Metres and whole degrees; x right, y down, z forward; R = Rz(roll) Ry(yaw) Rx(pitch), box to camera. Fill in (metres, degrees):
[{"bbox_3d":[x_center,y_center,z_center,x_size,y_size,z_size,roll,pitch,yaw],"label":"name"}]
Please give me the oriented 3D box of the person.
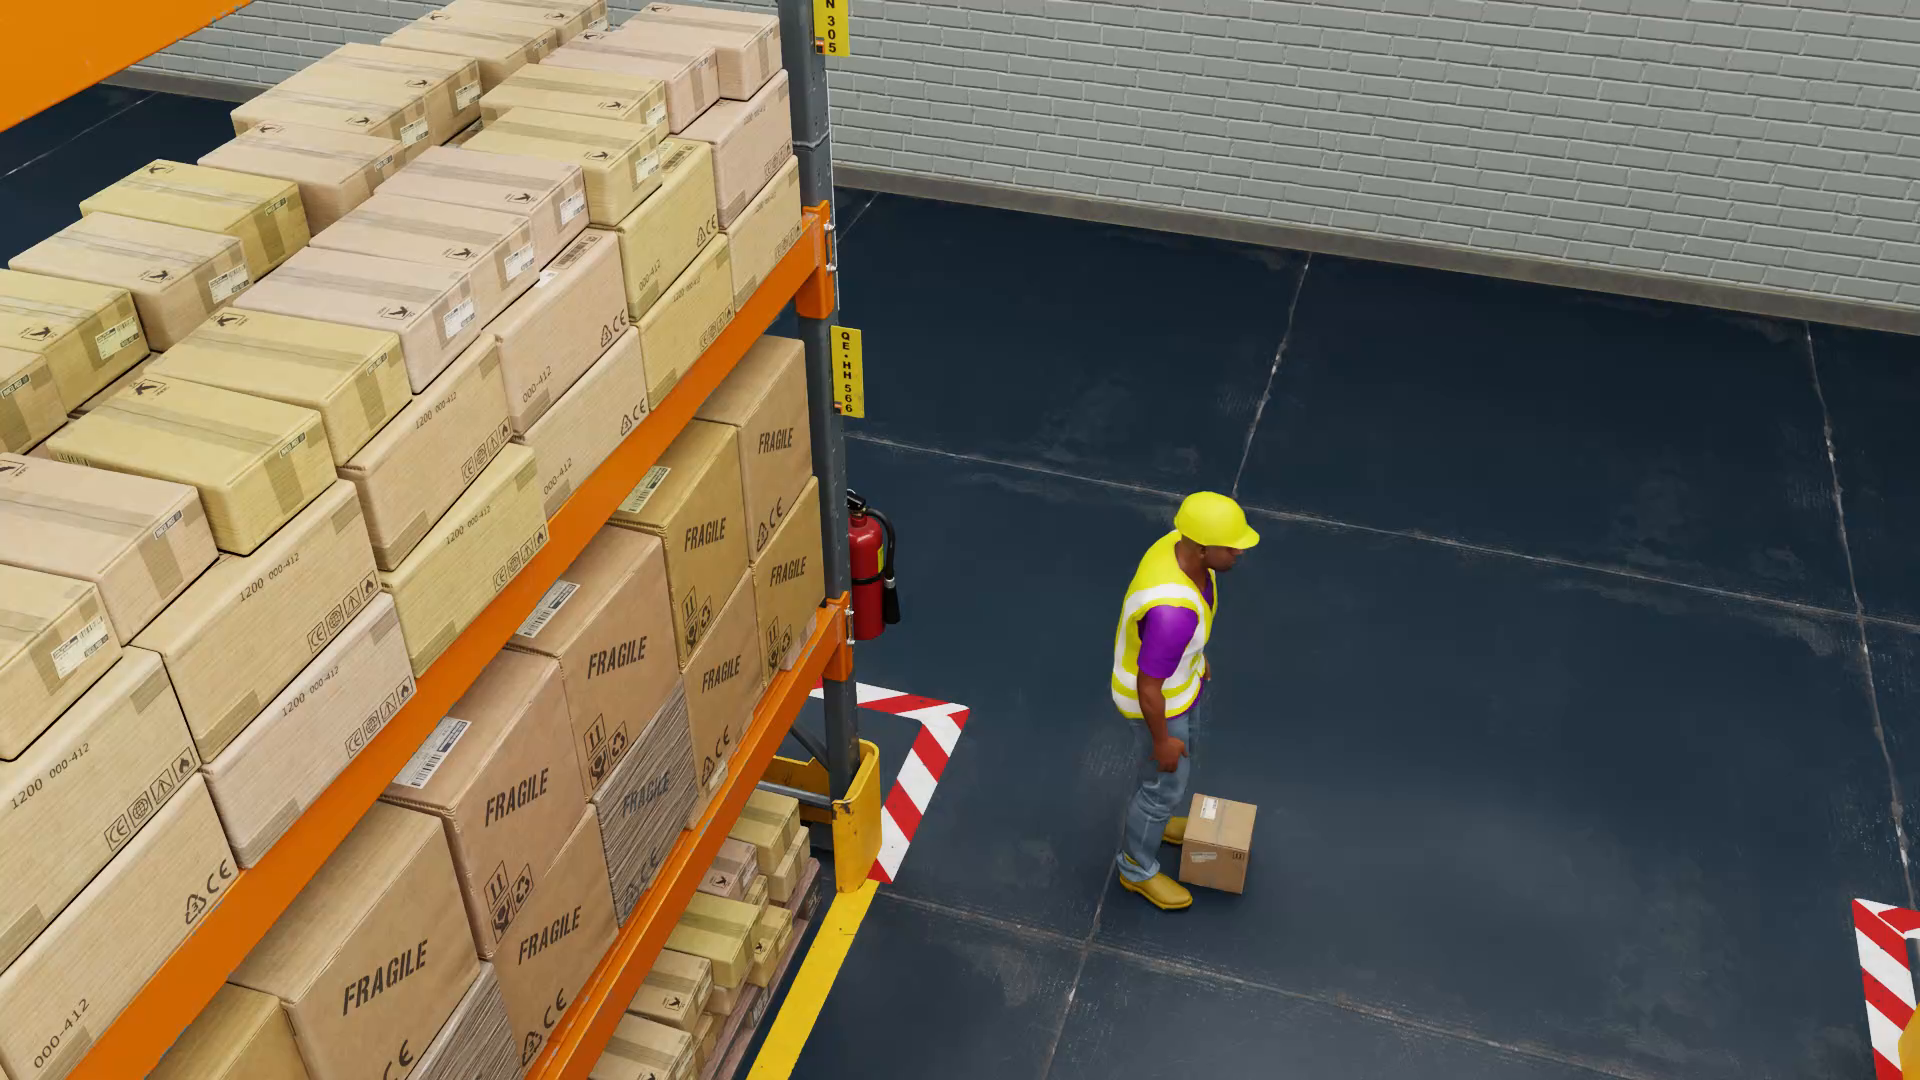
[{"bbox_3d":[0.792,0.558,6.131,0.456,1.761,0.627,11,38,14],"label":"person"}]
